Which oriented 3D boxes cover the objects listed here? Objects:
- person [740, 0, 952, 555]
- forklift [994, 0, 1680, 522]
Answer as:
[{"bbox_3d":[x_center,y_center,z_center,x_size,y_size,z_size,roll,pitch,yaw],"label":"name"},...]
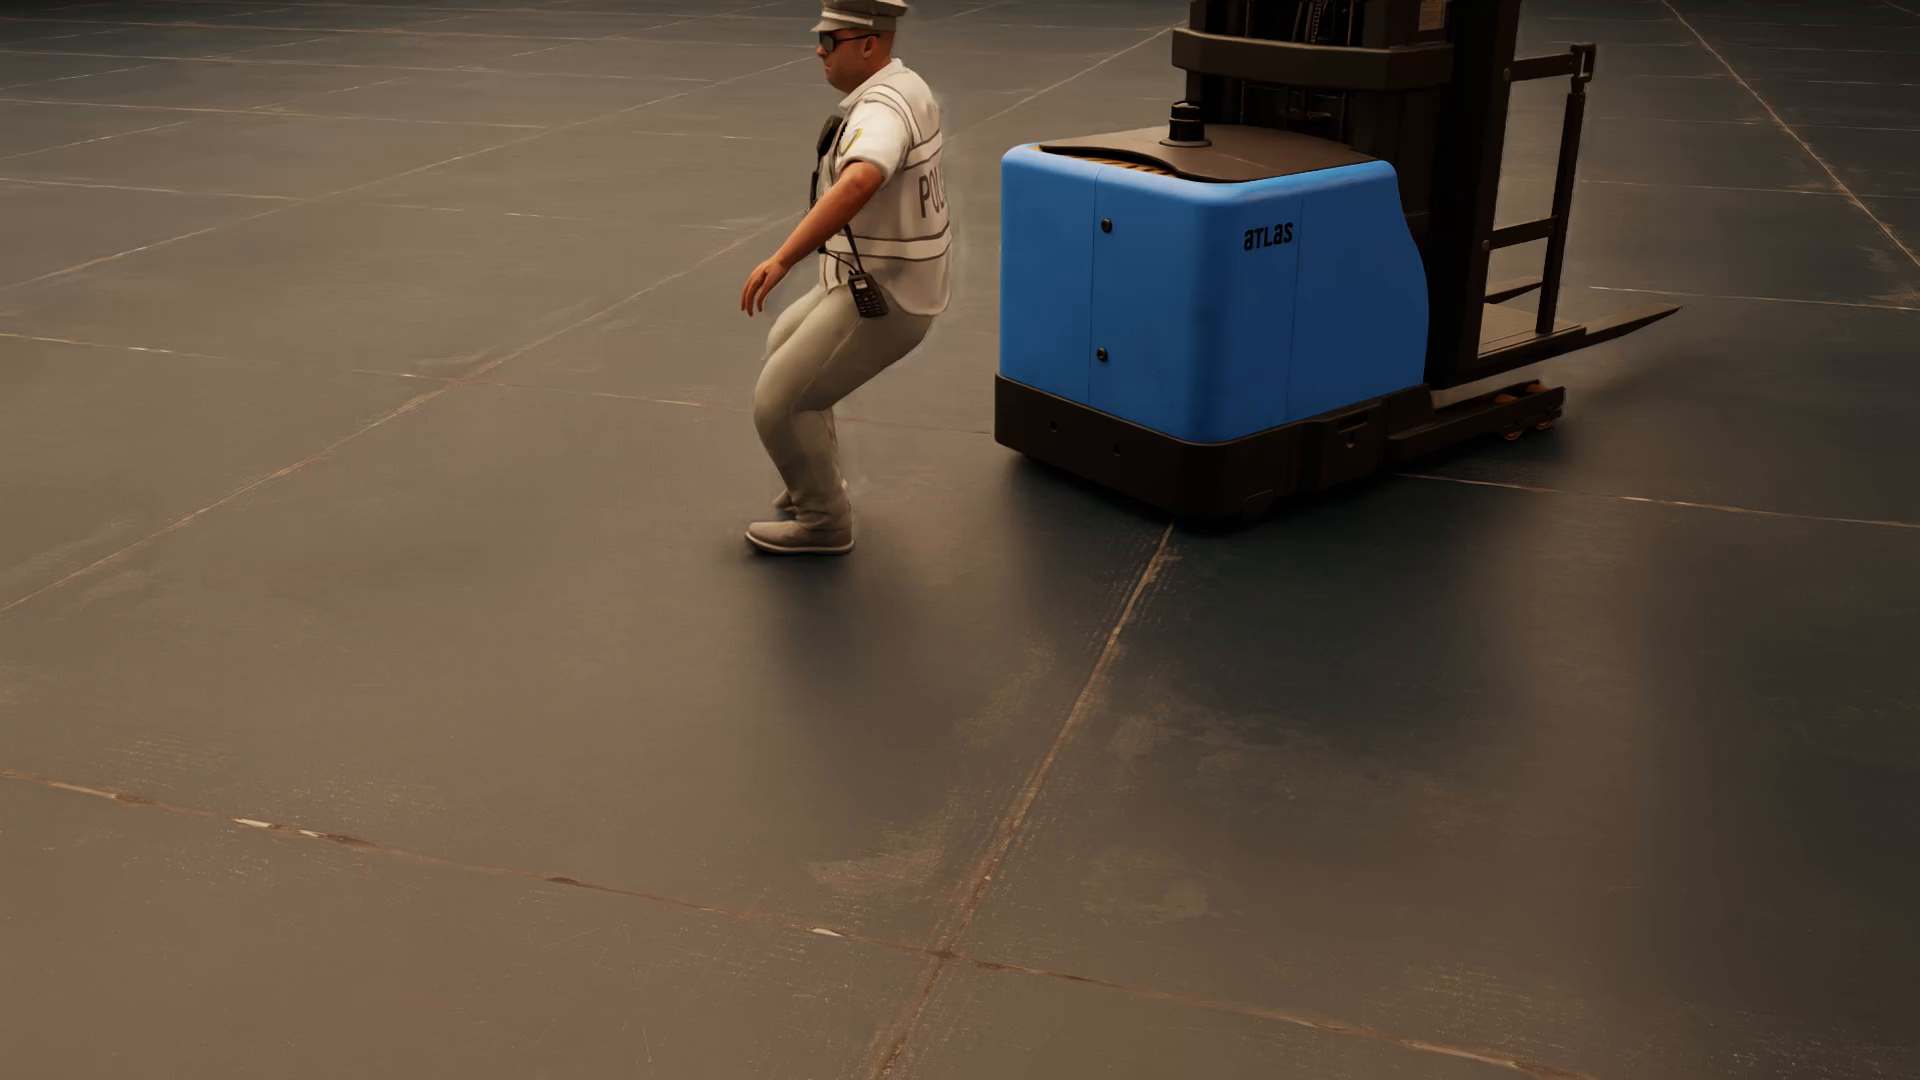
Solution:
[{"bbox_3d":[-0.340,-0.742,4.838,0.624,1.693,1.105,3,23,6],"label":"person"},{"bbox_3d":[1.587,-1.852,5.766,3.031,2.935,1.130,-17,28,-35],"label":"forklift"}]
